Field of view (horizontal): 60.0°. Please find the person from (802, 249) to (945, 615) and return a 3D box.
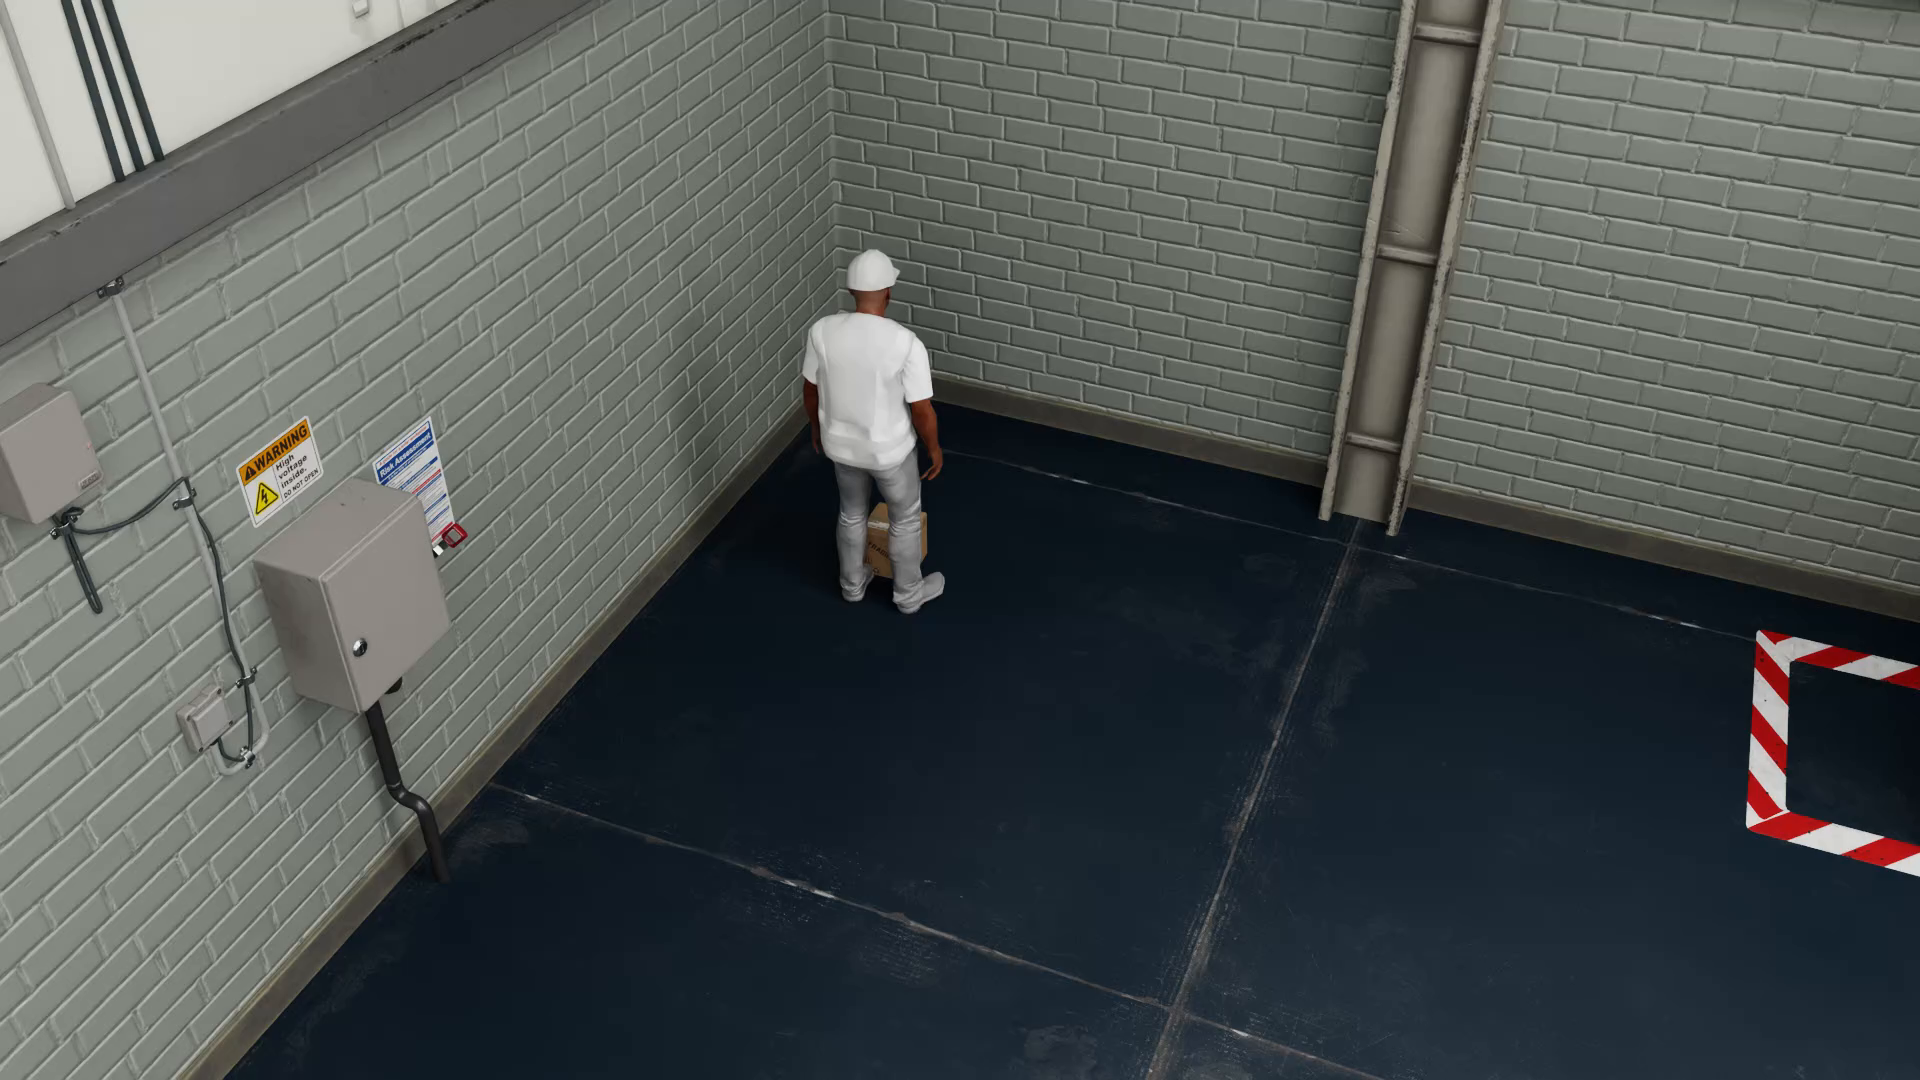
[{"bbox_3d":[-0.378,-0.458,7.406,0.632,1.760,0.463,14,39,17],"label":"person"}]
